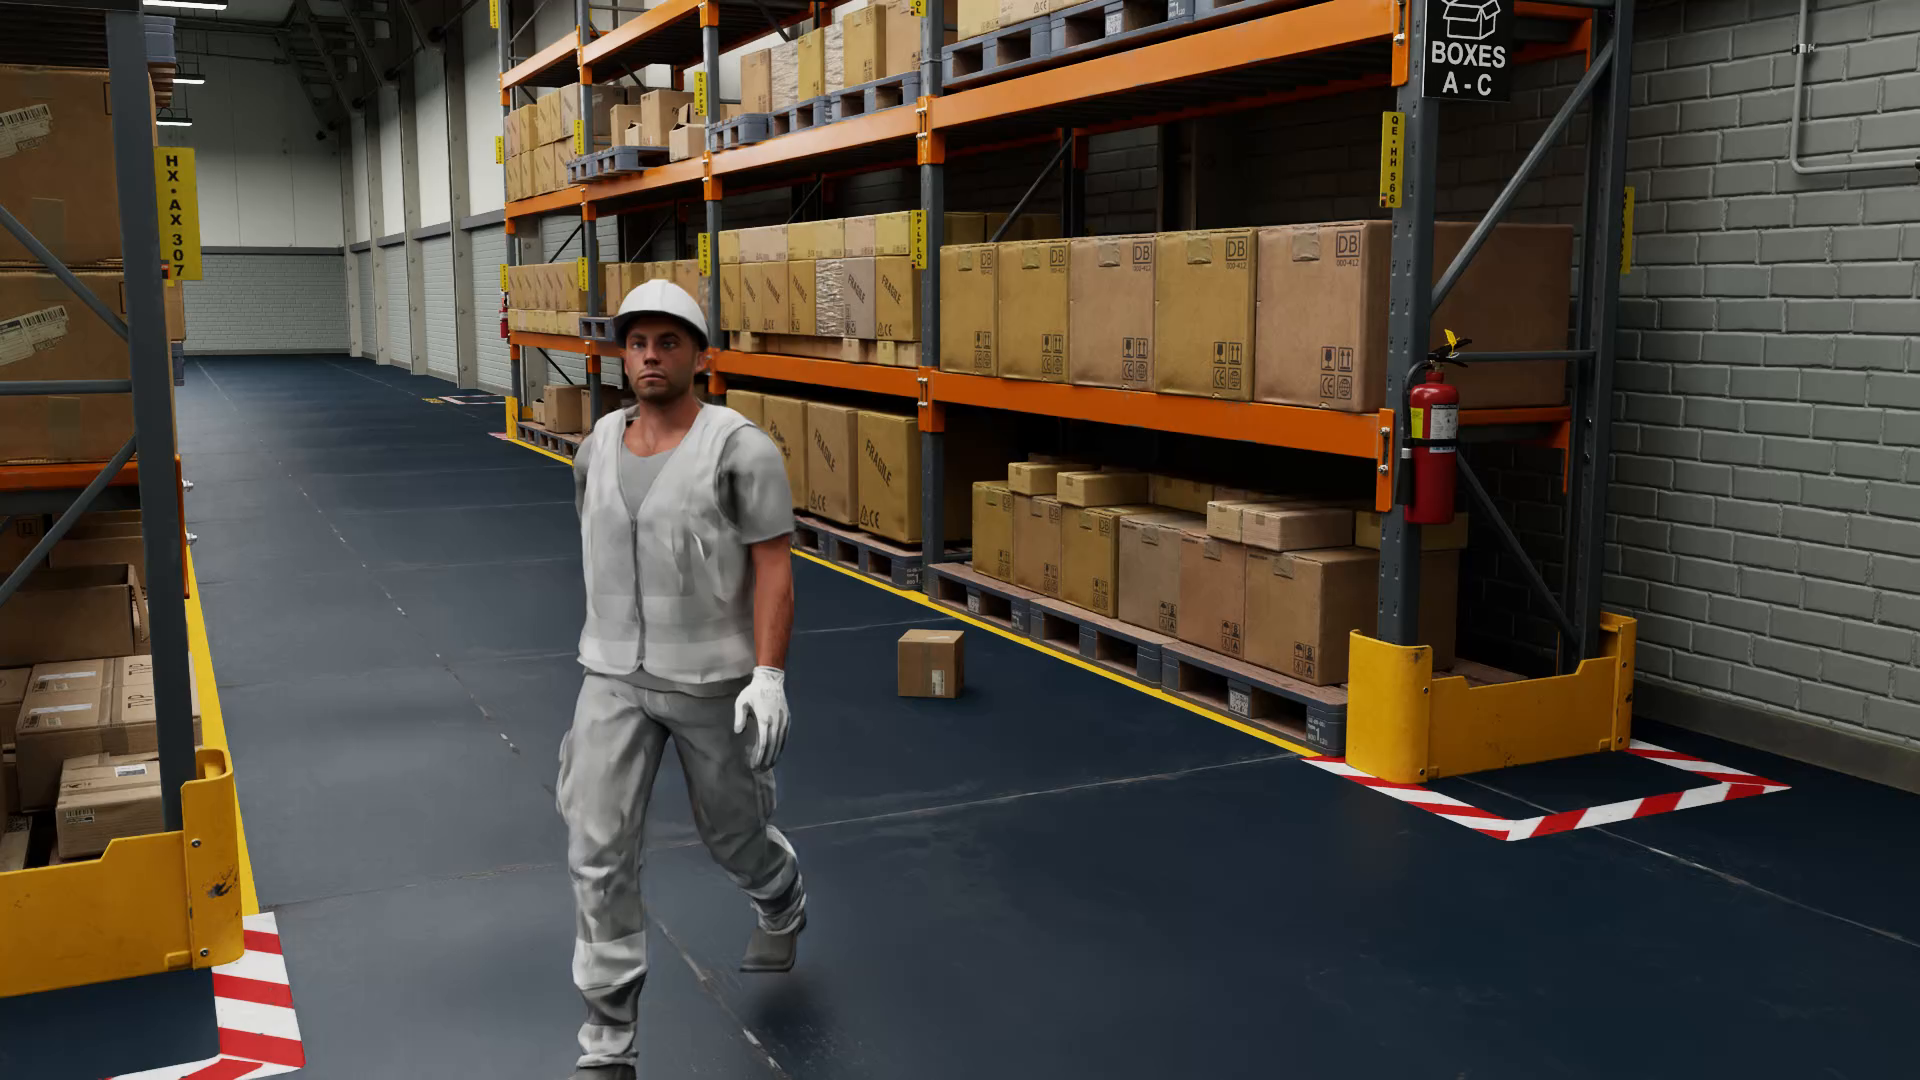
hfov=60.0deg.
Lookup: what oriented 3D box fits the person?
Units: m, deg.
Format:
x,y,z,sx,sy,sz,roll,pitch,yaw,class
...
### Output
x,y,z,sx,sy,sz,roll,pitch,yaw,class
-0.619,0.307,3.696,0.581,1.754,1.012,2,9,13,person
